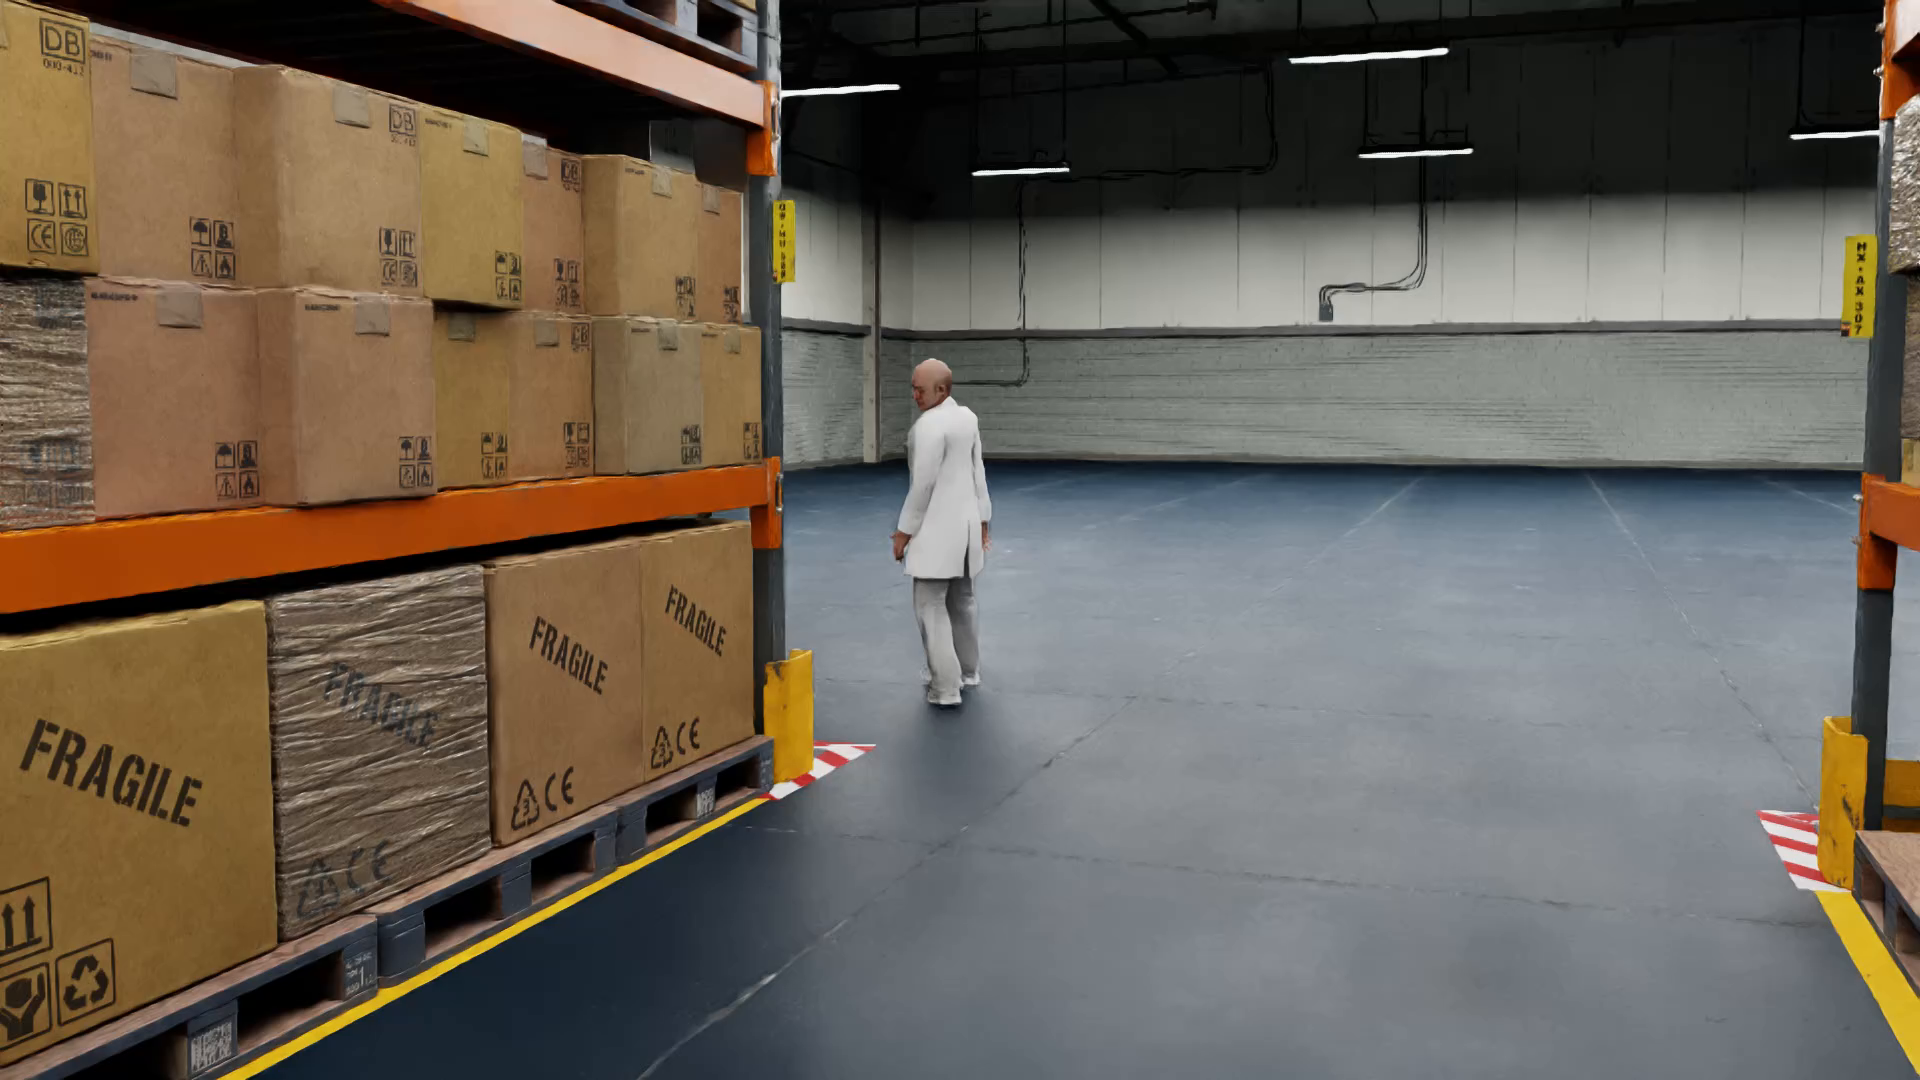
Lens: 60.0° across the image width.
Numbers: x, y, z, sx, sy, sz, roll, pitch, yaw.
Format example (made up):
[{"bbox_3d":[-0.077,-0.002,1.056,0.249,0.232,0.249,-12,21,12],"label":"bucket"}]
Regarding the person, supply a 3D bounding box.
[{"bbox_3d":[-0.123,-0.047,8.652,0.612,1.777,0.687,4,6,36],"label":"person"}]
